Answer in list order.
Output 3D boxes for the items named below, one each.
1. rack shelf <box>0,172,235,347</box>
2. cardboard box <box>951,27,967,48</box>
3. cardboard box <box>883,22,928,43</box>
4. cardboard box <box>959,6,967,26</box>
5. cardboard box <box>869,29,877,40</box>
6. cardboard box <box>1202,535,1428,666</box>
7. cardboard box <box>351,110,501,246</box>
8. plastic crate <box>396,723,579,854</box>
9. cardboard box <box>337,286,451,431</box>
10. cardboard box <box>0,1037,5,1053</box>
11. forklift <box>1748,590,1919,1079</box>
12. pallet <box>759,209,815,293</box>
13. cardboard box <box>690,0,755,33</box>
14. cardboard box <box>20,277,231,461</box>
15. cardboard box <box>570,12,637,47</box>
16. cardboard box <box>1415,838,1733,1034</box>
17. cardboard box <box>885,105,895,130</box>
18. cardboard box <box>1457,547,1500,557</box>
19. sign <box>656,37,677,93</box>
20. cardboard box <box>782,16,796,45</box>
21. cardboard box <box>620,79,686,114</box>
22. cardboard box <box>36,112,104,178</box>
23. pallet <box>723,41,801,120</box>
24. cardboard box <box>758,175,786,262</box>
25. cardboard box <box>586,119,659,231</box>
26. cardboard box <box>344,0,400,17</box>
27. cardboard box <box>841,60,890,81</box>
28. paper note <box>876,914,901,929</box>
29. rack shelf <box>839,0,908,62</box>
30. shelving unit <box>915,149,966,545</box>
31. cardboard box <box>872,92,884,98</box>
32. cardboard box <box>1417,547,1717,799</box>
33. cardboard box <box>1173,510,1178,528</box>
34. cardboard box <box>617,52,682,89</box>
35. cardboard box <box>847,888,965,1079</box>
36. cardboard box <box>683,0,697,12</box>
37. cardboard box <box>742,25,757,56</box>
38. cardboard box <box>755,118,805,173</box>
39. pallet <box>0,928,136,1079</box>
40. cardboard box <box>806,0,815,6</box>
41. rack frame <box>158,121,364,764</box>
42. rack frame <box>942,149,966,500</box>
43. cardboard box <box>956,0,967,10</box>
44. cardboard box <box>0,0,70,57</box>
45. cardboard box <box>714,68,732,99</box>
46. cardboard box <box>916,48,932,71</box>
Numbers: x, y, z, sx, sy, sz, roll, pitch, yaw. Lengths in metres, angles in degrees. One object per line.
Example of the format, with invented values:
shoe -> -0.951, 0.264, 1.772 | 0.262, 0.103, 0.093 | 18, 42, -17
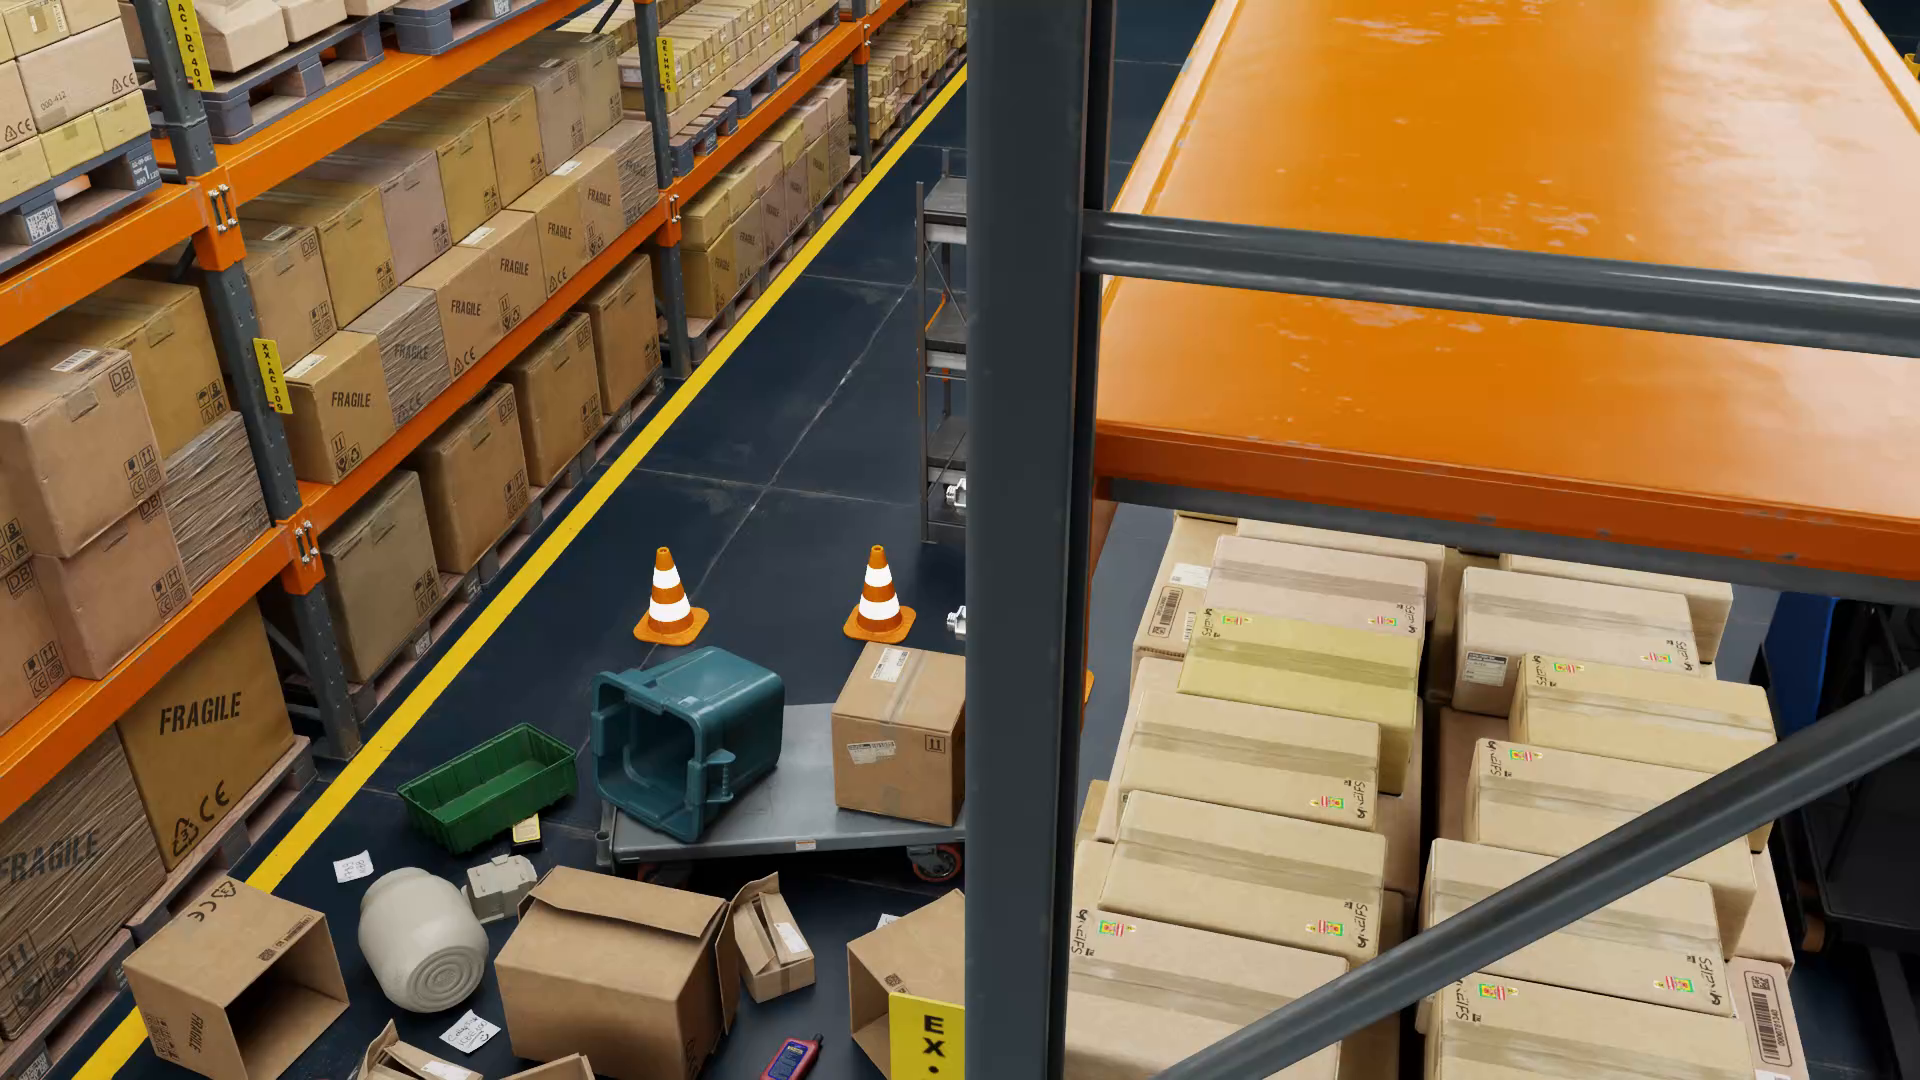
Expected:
rack shelf -> -3.803, -0.257, 4.802 | 1.077, 0.370, 4.000 | 8, 33, 12
cardboard box -> -0.150, -5.085, 16.788 | 0.380, 0.149, 0.250 | 9, 34, 14
cardboard box -> -0.517, -4.807, 15.796 | 0.380, 0.149, 0.250 | 7, 33, 11
cardboard box -> -0.108, -5.346, 16.922 | 0.380, 0.149, 0.250 | 7, 33, 11
cardboard box -> -0.998, -4.730, 15.675 | 0.380, 0.149, 0.250 | 8, 33, 12
cardboard box -> 0.636, 0.139, 3.001 | 0.380, 0.149, 0.250 | 8, 33, 12
cardboard box -> -2.789, -1.846, 8.403 | 0.700, 0.500, 0.500 | 8, 33, 12
plastic crate -> -2.073, 1.099, 7.363 | 0.662, 0.188, 0.450 | -28, 32, -37
cardboard box -> -2.775, -0.873, 7.804 | 0.500, 0.500, 0.500 | 8, 33, 13
cardboard box -> -3.981, 1.645, 5.525 | 0.875, 0.875, 0.875 | 8, 33, 12
forklift -> 3.973, 0.331, 6.068 | 1.130, 2.935, 3.031 | 8, 33, 13
pallet -> -1.769, -2.268, 12.690 | 1.003, 0.211, 1.213 | 8, 33, 12
cardboard box -> -1.644, -3.626, 11.516 | 0.380, 0.149, 0.250 | 9, 34, 14
cardboard box -> -3.423, -0.664, 6.423 | 0.875, 0.550, 0.550 | 8, 33, 12
cardboard box -> -2.403, -3.452, 11.242 | 0.380, 0.149, 0.250 | 9, 34, 14
cardboard box -> 0.839, 0.579, 2.308 | 0.380, 0.149, 0.250 | 8, 33, 12
cardboard box -> -0.795, -3.741, 14.674 | 0.380, 0.149, 0.250 | 9, 34, 14
cardboard box -> 1.207, -0.073, 3.334 | 0.380, 0.149, 0.250 | 9, 33, 13
sign -> -1.743, -2.823, 9.885 | 0.100, 0.325, 0.005 | 8, 33, 12
cardboard box -> -1.434, -3.783, 12.317 | 0.380, 0.149, 0.250 | 7, 33, 10
cardboard box -> -1.964, -2.828, 10.538 | 0.380, 0.149, 0.250 | 9, 34, 15
cardboard box -> -3.143, -1.348, 5.598 | 0.380, 0.149, 0.250 | 9, 33, 13
pallet -> -1.818, -3.360, 11.988 | 1.003, 0.211, 1.213 | 8, 33, 12
cardboard box -> -1.604, -2.391, 12.223 | 0.500, 0.500, 0.500 | 7, 33, 11
cardboard box -> -2.135, -2.180, 9.860 | 0.500, 0.500, 0.500 | 8, 33, 12
cardboard box -> -2.689, -2.403, 7.258 | 0.380, 0.149, 0.250 | 8, 33, 12
cardboard box -> -0.834, -4.132, 14.735 | 0.380, 0.149, 0.250 | 8, 33, 12
paper note -> -0.267, 1.585, 6.798 | 0.148, 0.019, 0.142 | 8, 33, 12
rack shelf -> -0.758, -5.218, 15.402 | 1.077, 0.370, 4.000 | 8, 33, 12
shelving unit -> 0.042, -0.972, 8.892 | 0.431, 2.100, 0.503 | 8, 33, 12
cardboard box -> -0.887, -3.871, 14.602 | 0.380, 0.149, 0.250 | 8, 33, 13
cardboard box -> 1.132, 0.281, 3.149 | 0.500, 0.250, 0.500 | 9, 34, 14
cardboard box -> 0.754, -0.058, 3.682 | 0.500, 0.250, 0.500 | 8, 33, 13
cardboard box -> -1.975, -2.946, 10.446 | 0.380, 0.149, 0.250 | 8, 33, 12
cardboard box -> -0.070, 1.714, 6.156 | 0.500, 0.500, 0.500 | -21, 38, -29
cardboard box -> -2.139, -3.857, 12.157 | 0.380, 0.149, 0.250 | 7, 33, 12
cardboard box -> -1.638, -3.497, 11.590 | 0.380, 0.149, 0.250 | 8, 33, 12
cardboard box -> -1.474, -2.960, 12.420 | 0.500, 0.250, 0.500 | 7, 33, 10
pallet -> -3.872, 1.864, 6.192 | 1.003, 0.211, 1.213 | 8, 33, 12
cardboard box -> -1.307, -4.182, 12.667 | 0.380, 0.149, 0.250 | 9, 34, 14
rack frame -> -3.296, -0.332, 7.046 | 1.000, 3.000, 0.127 | 8, 33, 12
rack frame -> 0.104, -1.099, 9.091 | 0.400, 2.100, 0.015 | 8, 33, 12
cardboard box -> -0.140, -5.475, 16.848 | 0.380, 0.149, 0.250 | 8, 33, 13
cardboard box -> -3.145, -1.684, 5.383 | 0.380, 0.149, 0.250 | 8, 33, 12
cardboard box -> -1.769, -3.103, 11.248 | 0.380, 0.149, 0.250 | 10, 34, 15
cardboard box -> -0.484, -4.529, 15.636 | 0.380, 0.149, 0.250 | 8, 33, 13
